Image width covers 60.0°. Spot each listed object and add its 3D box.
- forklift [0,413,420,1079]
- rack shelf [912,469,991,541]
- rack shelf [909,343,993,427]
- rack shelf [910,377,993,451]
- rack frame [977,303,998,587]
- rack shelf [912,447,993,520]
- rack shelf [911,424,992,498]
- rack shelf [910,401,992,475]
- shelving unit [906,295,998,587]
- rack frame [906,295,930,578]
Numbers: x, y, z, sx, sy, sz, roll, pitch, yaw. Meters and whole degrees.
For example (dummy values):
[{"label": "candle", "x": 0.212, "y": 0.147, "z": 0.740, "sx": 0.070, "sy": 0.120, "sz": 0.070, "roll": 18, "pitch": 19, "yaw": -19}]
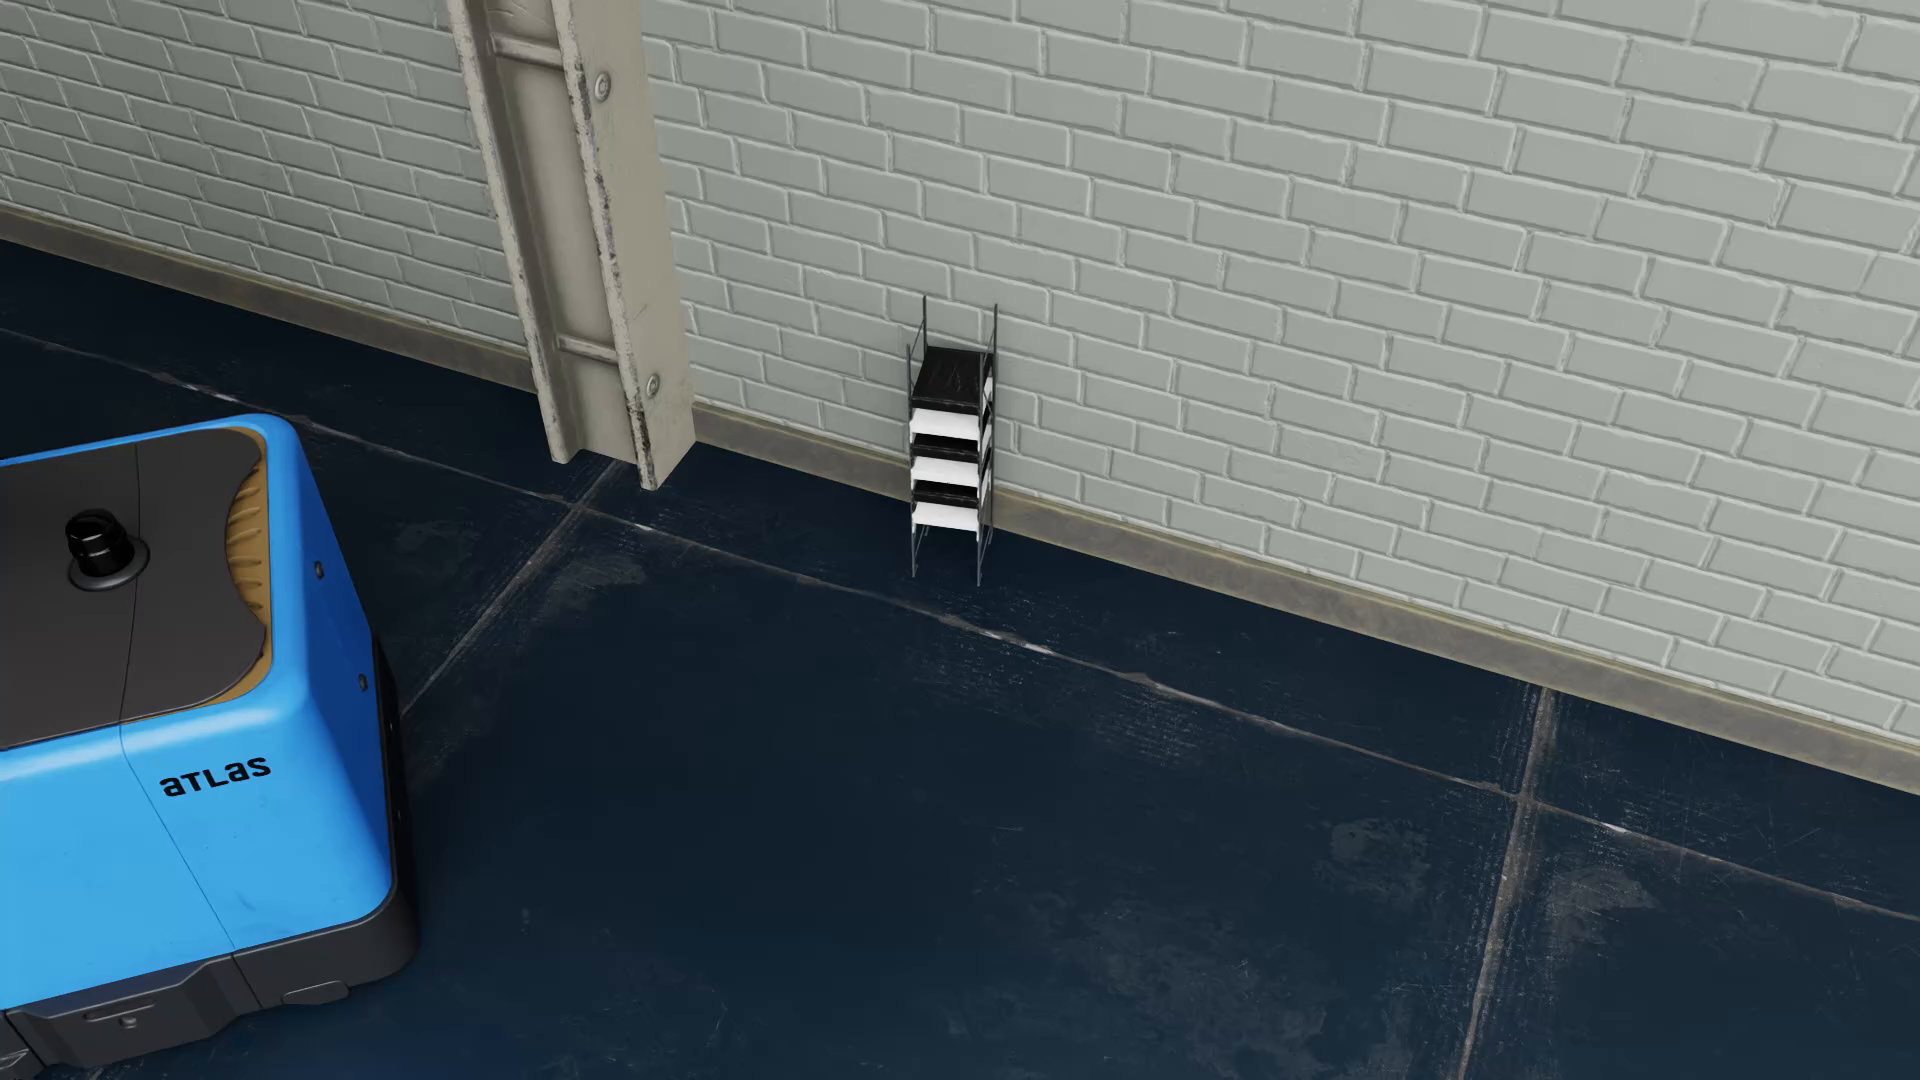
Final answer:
[{"label": "forklift", "x": -2.922, "y": 0.032, "z": 3.139, "sx": 3.031, "sy": 2.935, "sz": 1.130, "roll": -13, "pitch": 46, "yaw": -12}, {"label": "rack shelf", "x": -0.021, "y": -0.121, "z": 5.036, "sx": 0.200, "sy": 0.077, "sz": 0.258, "roll": 8, "pitch": 45, "yaw": 8}, {"label": "rack shelf", "x": -0.020, "y": -0.440, "z": 4.719, "sx": 0.200, "sy": 0.077, "sz": 0.258, "roll": 8, "pitch": 45, "yaw": 8}, {"label": "rack shelf", "x": -0.021, "y": -0.377, "z": 4.783, "sx": 0.200, "sy": 0.077, "sz": 0.258, "roll": 8, "pitch": 45, "yaw": 8}, {"label": "rack frame", "x": 0.079, "y": -0.259, "z": 4.872, "sx": 0.006, "sy": 0.900, "sz": 0.240, "roll": 8, "pitch": 45, "yaw": 8}, {"label": "rack shelf", "x": -0.021, "y": -0.185, "z": 4.973, "sx": 0.200, "sy": 0.077, "sz": 0.258, "roll": 8, "pitch": 45, "yaw": 8}, {"label": "rack shelf", "x": -0.021, "y": -0.249, "z": 4.909, "sx": 0.200, "sy": 0.077, "sz": 0.258, "roll": 8, "pitch": 45, "yaw": 8}, {"label": "rack shelf", "x": -0.021, "y": -0.313, "z": 4.846, "sx": 0.200, "sy": 0.077, "sz": 0.258, "roll": 8, "pitch": 45, "yaw": 8}, {"label": "shelving unit", "x": -0.021, "y": -0.273, "z": 4.886, "sx": 0.210, "sy": 0.900, "sz": 0.258, "roll": 8, "pitch": 45, "yaw": 8}, {"label": "rack frame", "x": -0.121, "y": -0.286, "z": 4.900, "sx": 0.006, "sy": 0.900, "sz": 0.240, "roll": 8, "pitch": 45, "yaw": 8}]
